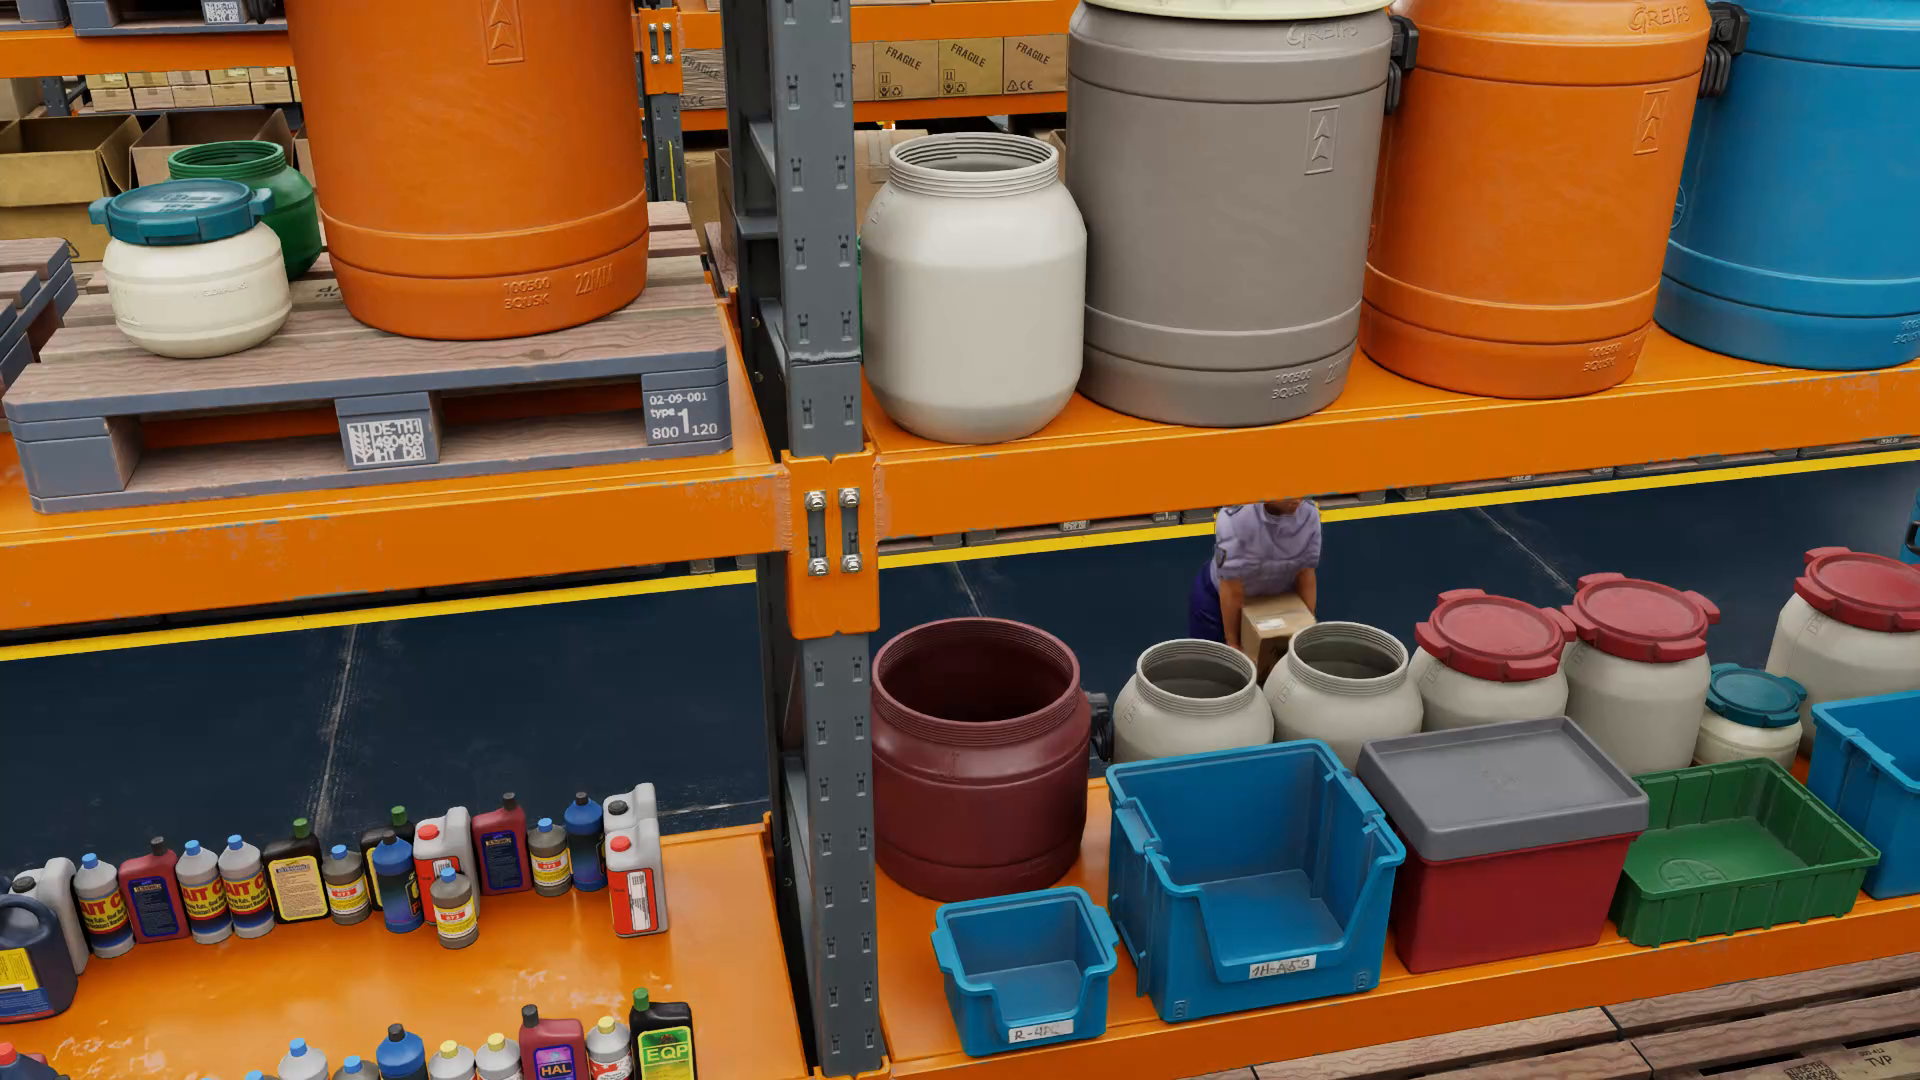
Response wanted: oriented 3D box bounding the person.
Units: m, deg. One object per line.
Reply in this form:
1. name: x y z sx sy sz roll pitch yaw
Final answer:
1. person: 1.155 0.333 6.531 0.436 1.608 0.567 -6 28 -12
